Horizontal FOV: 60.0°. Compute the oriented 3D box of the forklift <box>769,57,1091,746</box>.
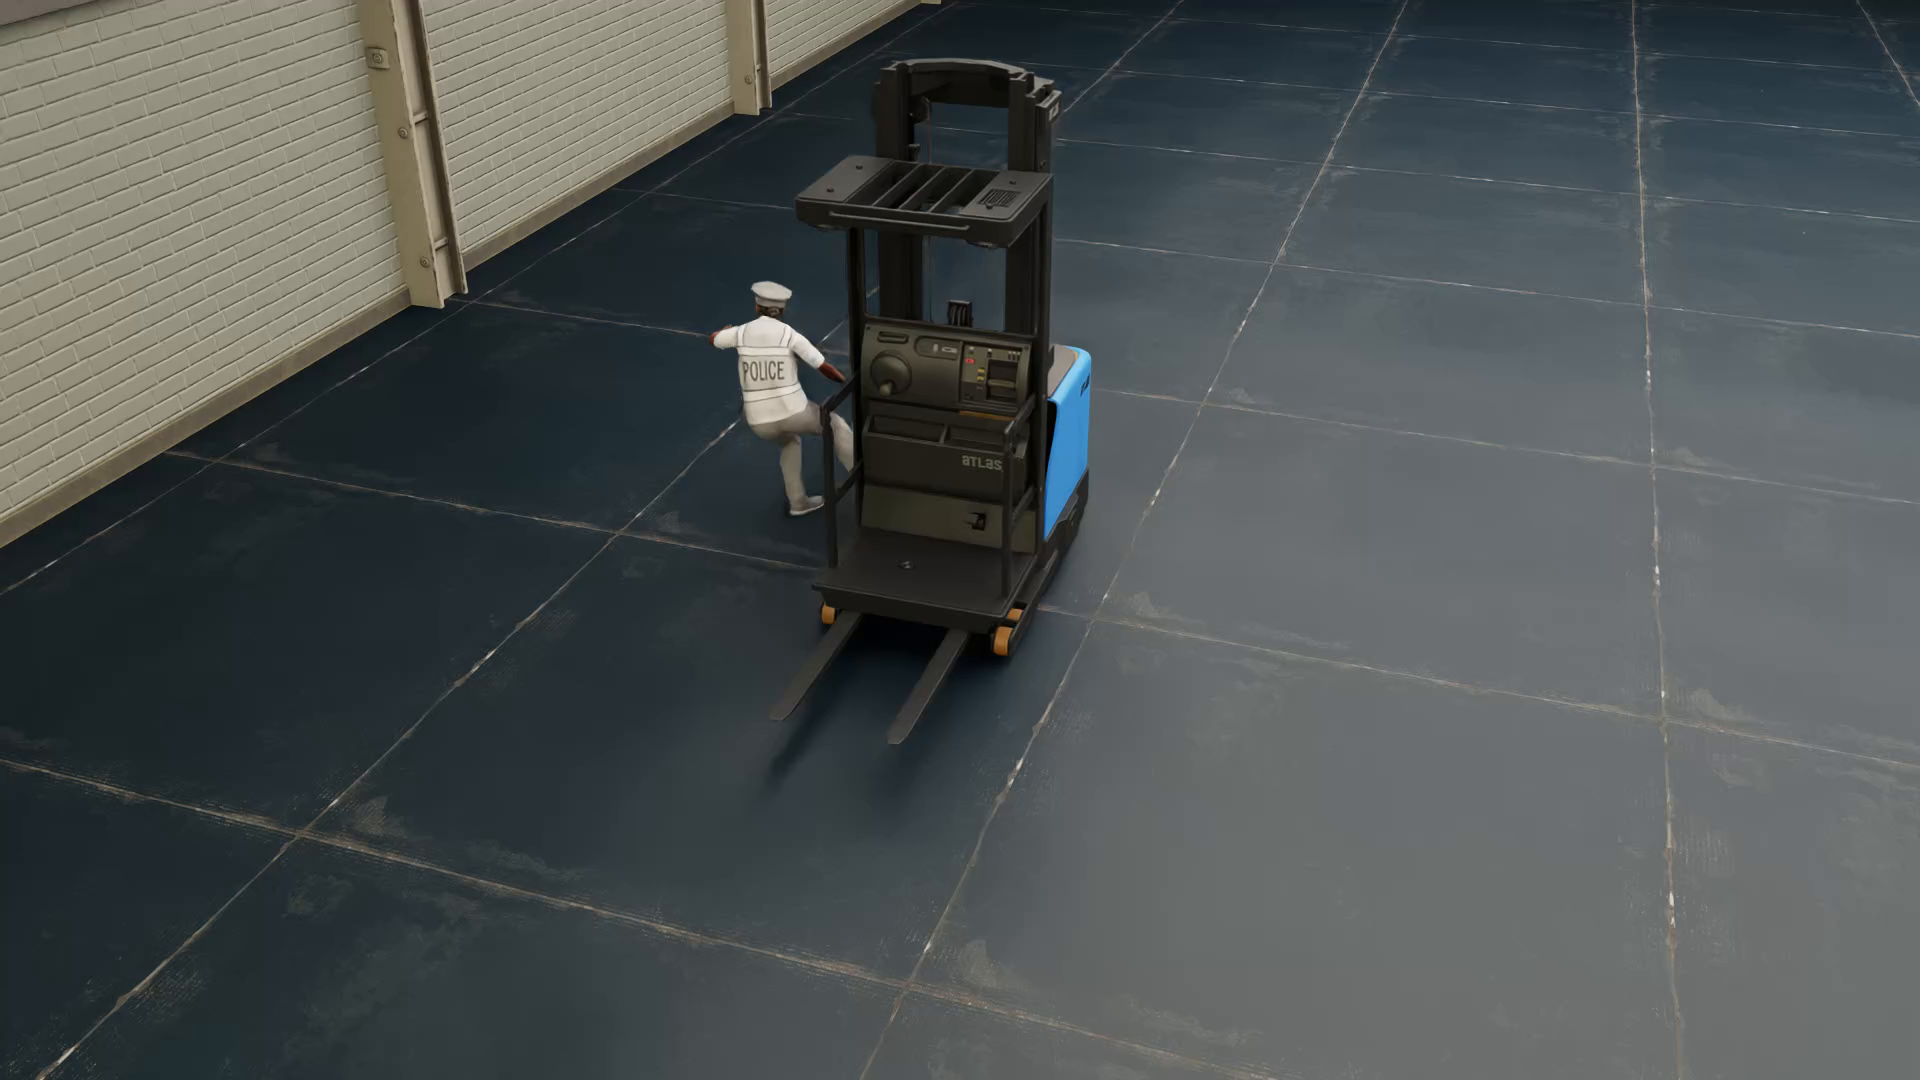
[{"bbox_3d":[-0.144,-0.866,8.656,1.130,2.935,3.031,9,31,16],"label":"forklift"}]

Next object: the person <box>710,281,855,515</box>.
[{"bbox_3d":[-0.943,-0.897,10.272,1.196,1.425,0.879,2,30,3],"label":"person"}]
